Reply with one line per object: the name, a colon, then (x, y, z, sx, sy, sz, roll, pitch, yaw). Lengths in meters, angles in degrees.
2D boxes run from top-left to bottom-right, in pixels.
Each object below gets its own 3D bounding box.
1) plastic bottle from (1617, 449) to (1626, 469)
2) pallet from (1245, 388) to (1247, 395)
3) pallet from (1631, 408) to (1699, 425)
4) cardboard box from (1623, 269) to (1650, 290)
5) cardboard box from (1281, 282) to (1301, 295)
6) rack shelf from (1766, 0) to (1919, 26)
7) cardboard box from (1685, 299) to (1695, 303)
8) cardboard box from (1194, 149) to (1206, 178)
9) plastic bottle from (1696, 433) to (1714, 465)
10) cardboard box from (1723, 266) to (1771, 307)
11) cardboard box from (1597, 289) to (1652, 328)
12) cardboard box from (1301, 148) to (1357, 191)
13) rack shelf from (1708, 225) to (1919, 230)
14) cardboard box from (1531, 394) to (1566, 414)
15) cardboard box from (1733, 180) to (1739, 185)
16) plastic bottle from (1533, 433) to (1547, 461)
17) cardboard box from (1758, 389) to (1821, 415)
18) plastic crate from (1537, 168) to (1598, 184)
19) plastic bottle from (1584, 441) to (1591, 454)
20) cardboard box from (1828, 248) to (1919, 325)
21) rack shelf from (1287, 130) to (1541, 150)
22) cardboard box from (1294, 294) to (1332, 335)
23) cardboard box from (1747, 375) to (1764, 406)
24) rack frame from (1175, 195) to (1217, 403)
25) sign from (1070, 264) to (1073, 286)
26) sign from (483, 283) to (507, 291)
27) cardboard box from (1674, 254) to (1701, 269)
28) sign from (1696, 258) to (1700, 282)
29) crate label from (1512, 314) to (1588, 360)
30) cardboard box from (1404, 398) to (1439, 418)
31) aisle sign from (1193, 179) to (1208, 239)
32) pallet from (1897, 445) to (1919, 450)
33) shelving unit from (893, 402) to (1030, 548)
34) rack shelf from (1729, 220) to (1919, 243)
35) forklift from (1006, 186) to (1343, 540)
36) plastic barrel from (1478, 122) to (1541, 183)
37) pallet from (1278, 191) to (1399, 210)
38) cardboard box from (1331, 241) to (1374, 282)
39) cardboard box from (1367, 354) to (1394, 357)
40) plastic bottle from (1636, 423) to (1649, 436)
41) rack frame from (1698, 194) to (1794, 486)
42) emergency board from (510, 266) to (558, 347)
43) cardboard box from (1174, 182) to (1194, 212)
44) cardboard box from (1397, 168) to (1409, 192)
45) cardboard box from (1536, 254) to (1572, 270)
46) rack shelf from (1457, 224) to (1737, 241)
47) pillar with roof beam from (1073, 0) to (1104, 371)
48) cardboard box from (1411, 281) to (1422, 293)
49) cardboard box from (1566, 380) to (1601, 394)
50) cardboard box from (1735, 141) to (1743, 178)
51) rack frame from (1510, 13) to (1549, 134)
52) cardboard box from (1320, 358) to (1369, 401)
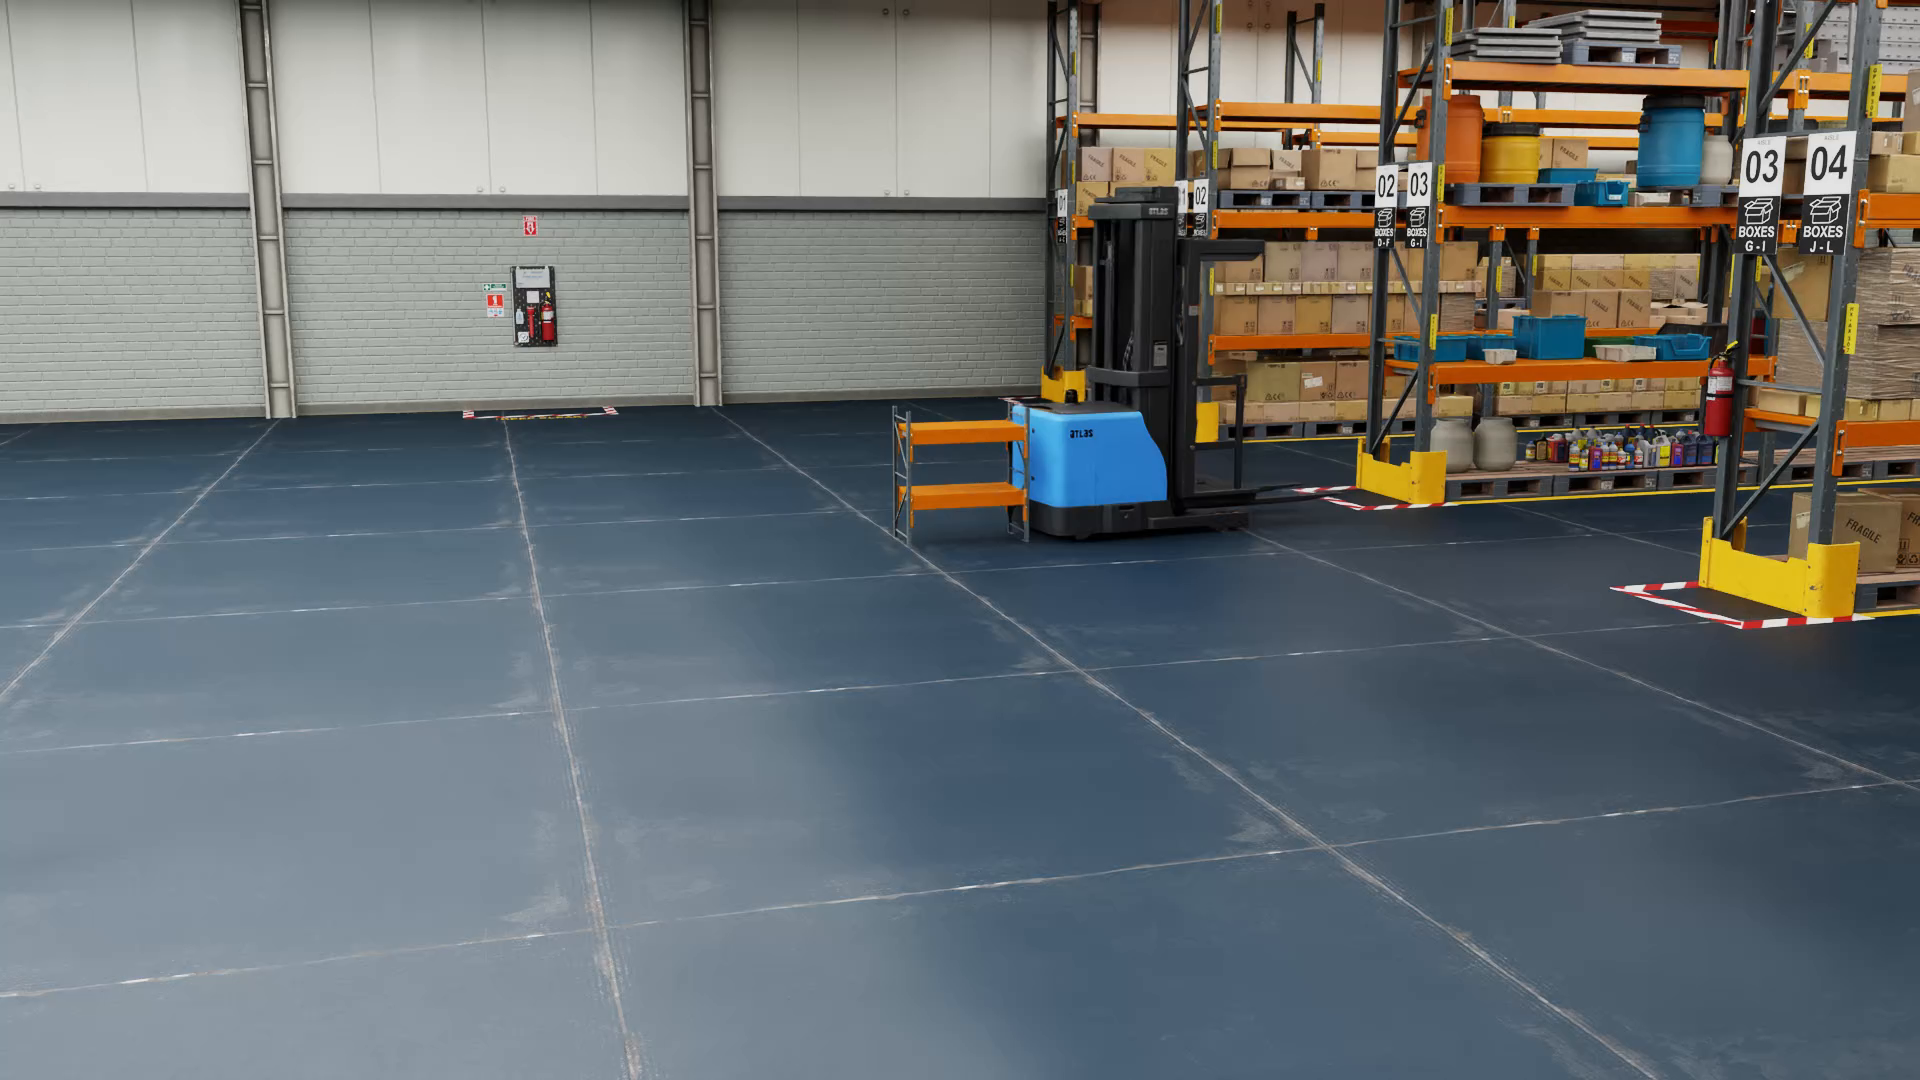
plastic bottle: (6.639, -0.817, 16.715, 0.097, 0.201, 0.097, 0, 10, 0)
pallet: (4.727, -2.425, 26.637, 1.213, 0.211, 1.003, -3, 11, -16)
pallet: (9.790, -1.772, 23.089, 1.213, 0.211, 1.003, -3, 11, -16)
cardboard box: (11.221, -4.302, 27.977, 0.500, 0.500, 0.500, -3, 11, -14)
cardboard box: (4.082, -3.163, 20.873, 0.250, 0.149, 0.380, -3, 11, -17)
rack shelf: (7.596, -3.747, 11.543, 4.000, 0.370, 1.077, -3, 11, -16)
cardboard box: (12.301, -4.039, 28.342, 0.250, 0.149, 0.380, -3, 11, -14)
cardboard box: (3.935, -5.732, 25.522, 0.500, 0.500, 0.500, -3, 11, -18)
plastic bottle: (7.594, -0.945, 16.999, 0.185, 0.351, 0.144, -3, 11, -17)
cardboard box: (13.569, -4.414, 28.908, 0.700, 0.700, 0.980, -3, 11, -15)
cardboard box: (8.985, -3.140, 22.540, 0.500, 0.500, 0.500, -4, 11, -19)
cardboard box: (4.581, -4.610, 20.694, 0.500, 0.500, 0.500, -3, 11, -16)
rack shelf: (12.511, -4.401, 23.369, 4.000, 0.370, 1.077, -3, 11, -16)
cardboard box: (7.698, -1.833, 22.153, 0.500, 0.250, 0.500, -3, 11, -15)
cardboard box: (10.171, -4.753, 22.552, 0.500, 0.250, 0.500, -4, 11, -20)
plastic bottle: (6.039, -0.971, 17.322, 0.133, 0.283, 0.061, -3, 11, -15)
cardboard box: (5.891, -0.978, 11.767, 0.250, 0.149, 0.380, -3, 11, -16)
plastic crate: (6.038, -3.528, 16.687, 0.575, 0.384, 0.392, -3, 11, -16)
plastic bottle: (6.548, -0.927, 17.309, 0.097, 0.201, 0.097, 0, 10, 0)
cardboard box: (6.280, -1.719, 11.239, 0.500, 0.500, 0.500, -3, 11, -16)
rack shelf: (7.283, -6.338, 26.711, 4.000, 0.370, 1.077, -3, 11, -16)
cardboard box: (4.343, -2.895, 21.214, 0.500, 0.500, 0.700, -3, 11, -16)
cardboard box: (11.108, -2.139, 23.067, 0.500, 0.500, 0.500, -3, 11, -14)
rack frame: (2.910, -2.773, 20.827, 0.127, 3.000, 1.000, -3, 11, -16)
sign: (1.674, -3.966, 24.913, 0.005, 0.325, 0.100, -3, 11, -16)
sign: (-6.745, -3.665, 24.107, 0.331, 0.109, 0.001, -3, 11, -16)
cardboard box: (12.173, -4.723, 28.195, 0.500, 0.250, 0.500, -3, 11, -15)
sign: (10.430, -3.803, 23.438, 0.005, 0.325, 0.100, -3, 11, -16)
crate label: (5.982, -2.070, 16.906, 0.616, 0.435, 0.502, -3, 11, -16)
cardboard box: (5.884, -1.745, 21.675, 0.500, 0.250, 0.500, -3, 11, -16)
aisle sign: (2.933, -3.995, 20.284, 0.004, 0.787, 0.394, -3, 11, -16)
pallet: (11.217, -0.913, 18.423, 1.213, 0.211, 1.003, -3, 11, -16)
shelving unit: (0.006, -0.554, 13.947, 1.048, 1.125, 0.538, -3, 11, -16)
rack shelf: (10.052, -3.337, 17.591, 4.000, 0.370, 1.077, -3, 11, -16)
forklift: (1.973, -1.595, 14.614, 3.031, 2.935, 1.130, -5, 11, -24)
plastic barrel: (5.350, -3.766, 16.255, 0.600, 0.588, 0.600, 0, 10, 0)
pallet: (4.770, -4.299, 21.072, 1.213, 0.211, 1.003, -3, 11, -16)
cardboard box: (4.881, -3.563, 21.258, 0.500, 0.500, 0.700, -3, 11, -16)
cardboard box: (5.740, -2.203, 22.092, 0.500, 0.500, 0.500, -3, 11, -16)
plastic bottle: (7.240, -1.059, 17.618, 0.185, 0.351, 0.144, -3, 11, -14)
rack frame: (8.131, -2.115, 17.248, 0.127, 3.000, 1.000, -3, 11, -16)
emergency board: (-6.192, -3.398, 24.220, 0.643, 1.169, 0.194, -3, 11, -16)
cardboard box: (3.444, -5.221, 25.504, 0.500, 0.500, 0.500, -2, 11, -12)
cardboard box: (5.675, -4.676, 21.574, 0.500, 0.311, 0.500, -4, 11, -19)
cardboard box: (9.739, -4.593, 27.486, 0.500, 0.250, 0.500, -3, 11, -15)
rack shelf: (8.671, -4.198, 22.269, 4.000, 0.370, 1.077, -3, 11, -16)
pillar with roof beam: (3.155, -6.022, 21.904, 0.548, 9.000, 9.100, -3, 11, -16)
cardboard box: (5.809, -3.254, 21.368, 0.250, 0.149, 0.380, -3, 11, -16)
cardboard box: (8.196, -2.134, 22.241, 0.500, 0.311, 0.500, -3, 11, -18)
cardboard box: (11.012, -5.215, 22.768, 0.500, 0.500, 0.500, -3, 11, -16)
rack frame: (9.203, -6.990, 27.159, 0.127, 3.000, 1.000, -3, 11, -16)
cardboard box: (4.928, -2.060, 21.317, 0.500, 0.500, 0.500, -3, 11, -16)
